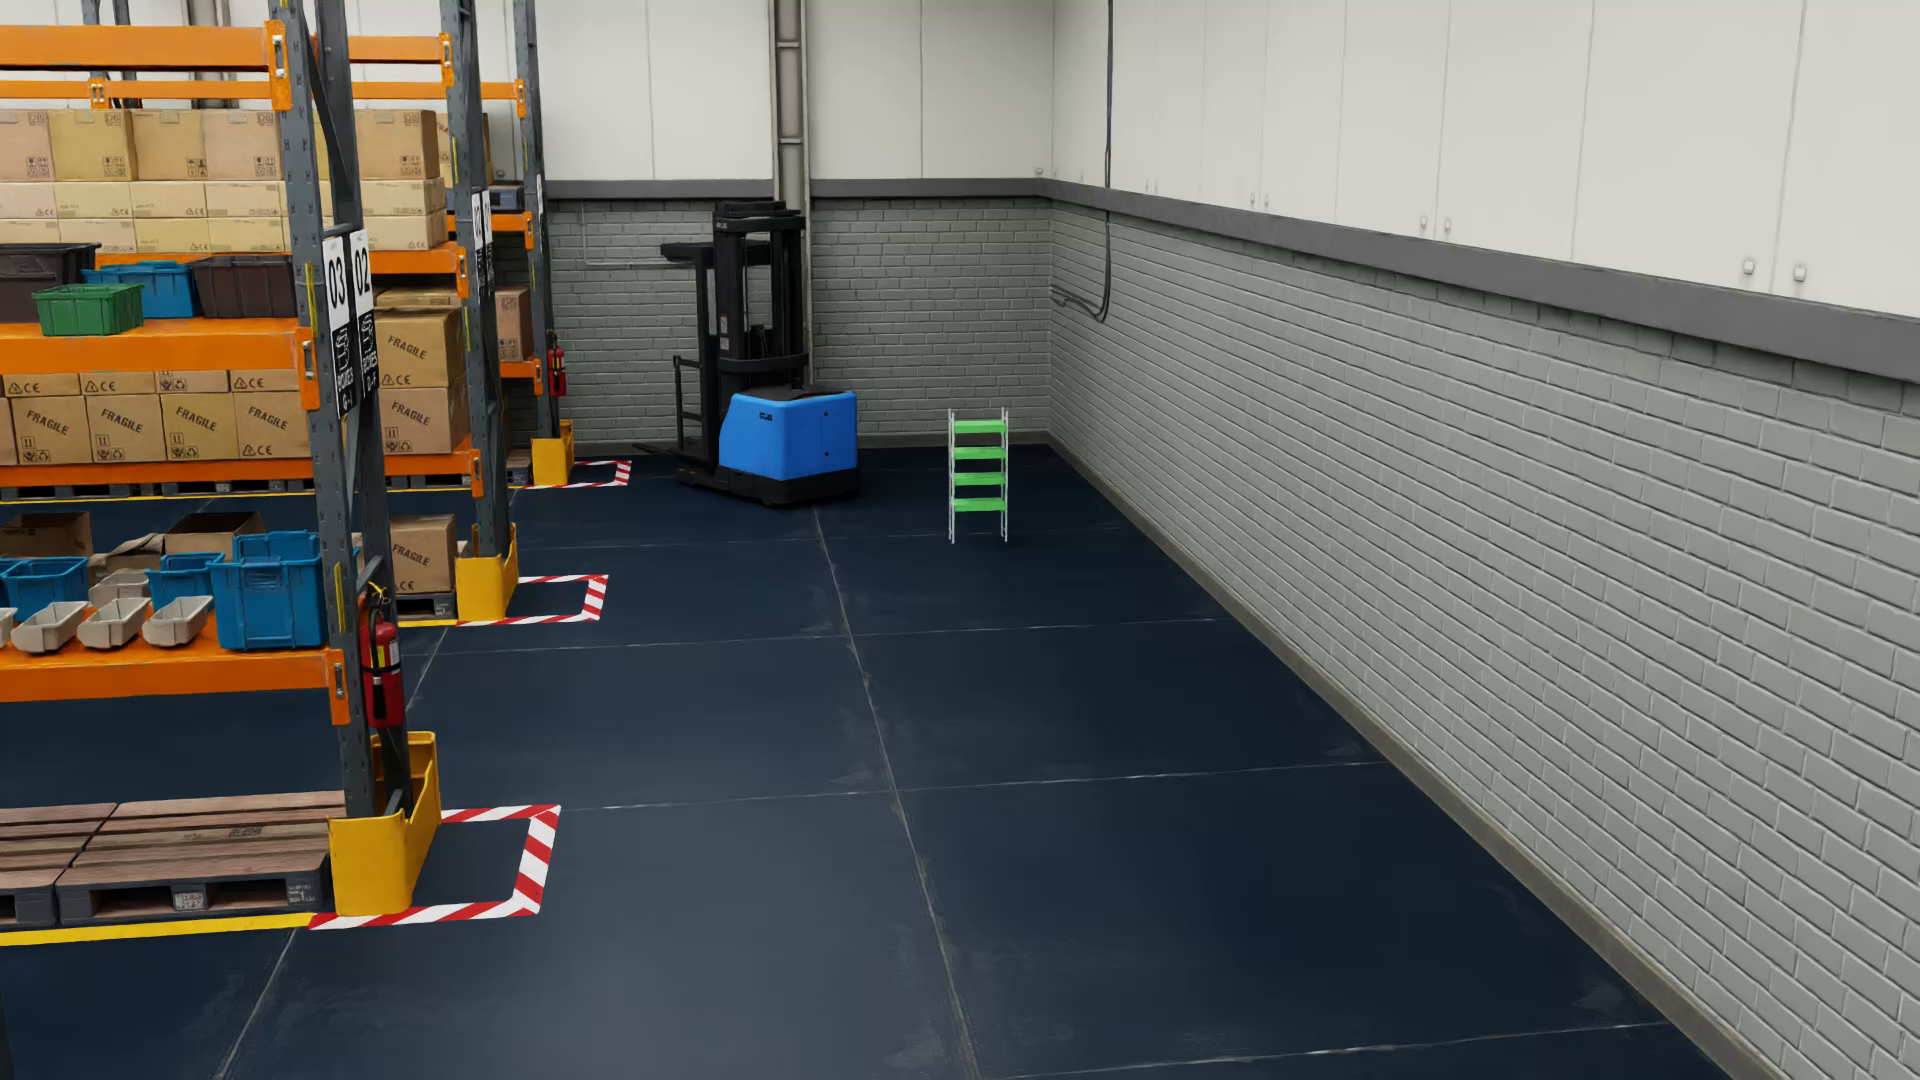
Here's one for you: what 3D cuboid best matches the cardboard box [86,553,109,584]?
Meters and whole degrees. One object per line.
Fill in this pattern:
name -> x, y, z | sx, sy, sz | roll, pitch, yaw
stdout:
cardboard box -> -6.754, 0.223, 13.122 | 0.250, 0.149, 0.380 | -2, 14, -8

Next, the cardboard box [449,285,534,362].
cardboard box -> -4.926, -2.290, 17.572 | 0.700, 0.700, 0.980 | -1, 14, -6

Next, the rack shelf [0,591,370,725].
rack shelf -> -4.925, 0.639, 7.988 | 4.000, 0.370, 1.077 | -2, 14, -8

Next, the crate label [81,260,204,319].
crate label -> -3.908, -1.210, 8.019 | 0.502, 0.251, 0.408 | -2, 14, -8

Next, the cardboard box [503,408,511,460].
cardboard box -> -5.101, -1.108, 17.747 | 0.500, 0.500, 0.700 | -2, 14, -8

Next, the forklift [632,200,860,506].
forklift -> -2.394, -2.052, 17.380 | 1.130, 2.935, 3.031 | -13, 19, -41

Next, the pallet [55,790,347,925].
pallet -> -3.769, 1.590, 8.446 | 1.213, 0.211, 1.003 | -2, 14, -8

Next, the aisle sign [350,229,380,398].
aisle sign -> -2.921, -1.118, 8.168 | 0.004, 0.787, 0.394 | -2, 14, -8

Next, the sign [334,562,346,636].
sign -> -2.850, 0.270, 7.644 | 0.005, 0.325, 0.100 | -2, 14, -8

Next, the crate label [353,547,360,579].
crate label -> -3.241, 0.199, 8.482 | 0.303, 0.233, 0.416 | -2, 14, -8

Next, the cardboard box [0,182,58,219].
cardboard box -> -6.625, -2.431, 11.861 | 0.500, 0.250, 0.500 | -2, 14, -8

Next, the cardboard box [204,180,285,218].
cardboard box -> -5.141, -2.484, 12.073 | 0.500, 0.250, 0.500 | -2, 14, -8

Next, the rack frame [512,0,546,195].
rack frame -> -4.424, -5.076, 16.962 | 0.127, 3.000, 1.000 | -2, 14, -8

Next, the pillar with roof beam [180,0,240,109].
pillar with roof beam -> -7.174, -4.129, 13.185 | 0.400, 9.000, 9.100 | -2, 14, -8

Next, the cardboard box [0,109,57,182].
cardboard box -> -6.647, -2.829, 11.907 | 0.500, 0.500, 0.700 | -2, 14, -8

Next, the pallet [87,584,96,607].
pallet -> -6.958, 0.499, 12.800 | 1.213, 0.211, 1.003 | -2, 14, -8

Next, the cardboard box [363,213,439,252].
cardboard box -> -4.151, -2.275, 12.267 | 0.500, 0.250, 0.500 | -2, 14, -8

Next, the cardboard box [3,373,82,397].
cardboard box -> -6.619, -1.331, 12.102 | 0.500, 0.500, 0.500 | -3, 14, -10

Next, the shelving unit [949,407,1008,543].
shelving unit -> 0.164, -0.588, 15.100 | 0.503, 1.200, 0.258 | -2, 14, -8

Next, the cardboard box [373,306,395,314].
cardboard box -> -4.676, -1.534, 12.913 | 0.500, 0.500, 0.500 | -2, 14, -8

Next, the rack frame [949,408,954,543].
rack frame -> -0.078, -0.579, 15.065 | 0.015, 1.200, 0.240 | -2, 14, -8

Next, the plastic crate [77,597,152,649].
plastic crate -> -4.016, 0.396, 7.894 | 0.243, 0.136, 0.396 | -2, 14, -8

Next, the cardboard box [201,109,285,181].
cardboard box -> -5.173, -2.899, 12.186 | 0.500, 0.500, 0.700 | -2, 14, -8

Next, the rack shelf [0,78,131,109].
rack shelf -> -10.357, -4.315, 16.231 | 4.000, 0.370, 1.077 | -2, 14, -8

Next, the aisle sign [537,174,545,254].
aisle sign -> -4.308, -3.357, 17.098 | 0.004, 0.787, 0.394 | -2, 14, -8

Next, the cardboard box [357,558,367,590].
cardboard box -> -4.597, 0.259, 12.945 | 0.250, 0.166, 0.380 | -2, 14, -8

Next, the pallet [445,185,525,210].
pallet -> -5.156, -3.548, 17.220 | 1.213, 0.211, 1.003 | -2, 14, -8

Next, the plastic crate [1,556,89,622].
plastic crate -> -4.543, 0.247, 8.292 | 0.300, 0.233, 0.416 | -2, 14, -8

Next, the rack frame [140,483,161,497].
rack frame -> -8.379, -2.021, 17.113 | 0.127, 3.000, 1.000 | -2, 14, -8

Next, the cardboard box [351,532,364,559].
cardboard box -> -4.756, 0.116, 13.343 | 0.500, 0.250, 0.500 | -2, 14, -8

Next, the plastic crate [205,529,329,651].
plastic crate -> -3.251, 0.228, 7.950 | 0.499, 0.435, 0.616 | -2, 14, -8

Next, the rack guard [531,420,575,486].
rack guard -> -4.400, -0.954, 17.999 | 0.348, 0.500, 1.175 | -2, 14, -8

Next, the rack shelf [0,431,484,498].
rack shelf -> -5.660, -0.553, 12.739 | 4.000, 0.370, 1.077 | -2, 14, -8

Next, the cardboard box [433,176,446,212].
cardboard box -> -4.229, -2.643, 12.709 | 0.500, 0.250, 0.500 | -2, 14, -8

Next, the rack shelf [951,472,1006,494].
rack shelf -> 0.164, -0.526, 15.115 | 0.480, 0.148, 0.258 | -2, 14, -8

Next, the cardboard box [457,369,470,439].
cardboard box -> -4.160, -1.070, 13.117 | 0.500, 0.500, 0.500 | -2, 14, -7

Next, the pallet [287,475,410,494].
pallet -> -6.406, -0.722, 17.667 | 1.213, 0.211, 1.003 | -2, 14, -8

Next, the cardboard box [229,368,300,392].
cardboard box -> -5.092, -1.387, 12.326 | 0.500, 0.500, 0.500 | -2, 14, -7

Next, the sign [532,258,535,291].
sign -> -4.356, -2.711, 16.999 | 0.005, 0.325, 0.100 | -2, 14, -8

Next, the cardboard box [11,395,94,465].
cardboard box -> -6.587, -0.850, 12.240 | 0.500, 0.500, 0.500 | -2, 14, -7

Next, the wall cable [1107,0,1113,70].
wall cable -> 1.626, -5.487, 14.605 | 0.112, 2.526, 3.097 | -2, 14, -8

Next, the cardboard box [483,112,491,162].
cardboard box -> -5.181, -4.196, 17.316 | 0.500, 0.500, 0.500 | -3, 14, -10

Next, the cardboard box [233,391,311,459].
cardboard box -> -5.091, -0.905, 12.457 | 0.500, 0.500, 0.500 | -2, 14, -8

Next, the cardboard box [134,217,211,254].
cardboard box -> -5.636, -2.224, 12.064 | 0.500, 0.250, 0.500 | -2, 14, -8

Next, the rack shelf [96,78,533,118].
rack shelf -> -6.401, -4.460, 16.809 | 4.000, 0.370, 1.077 | -2, 14, -8
